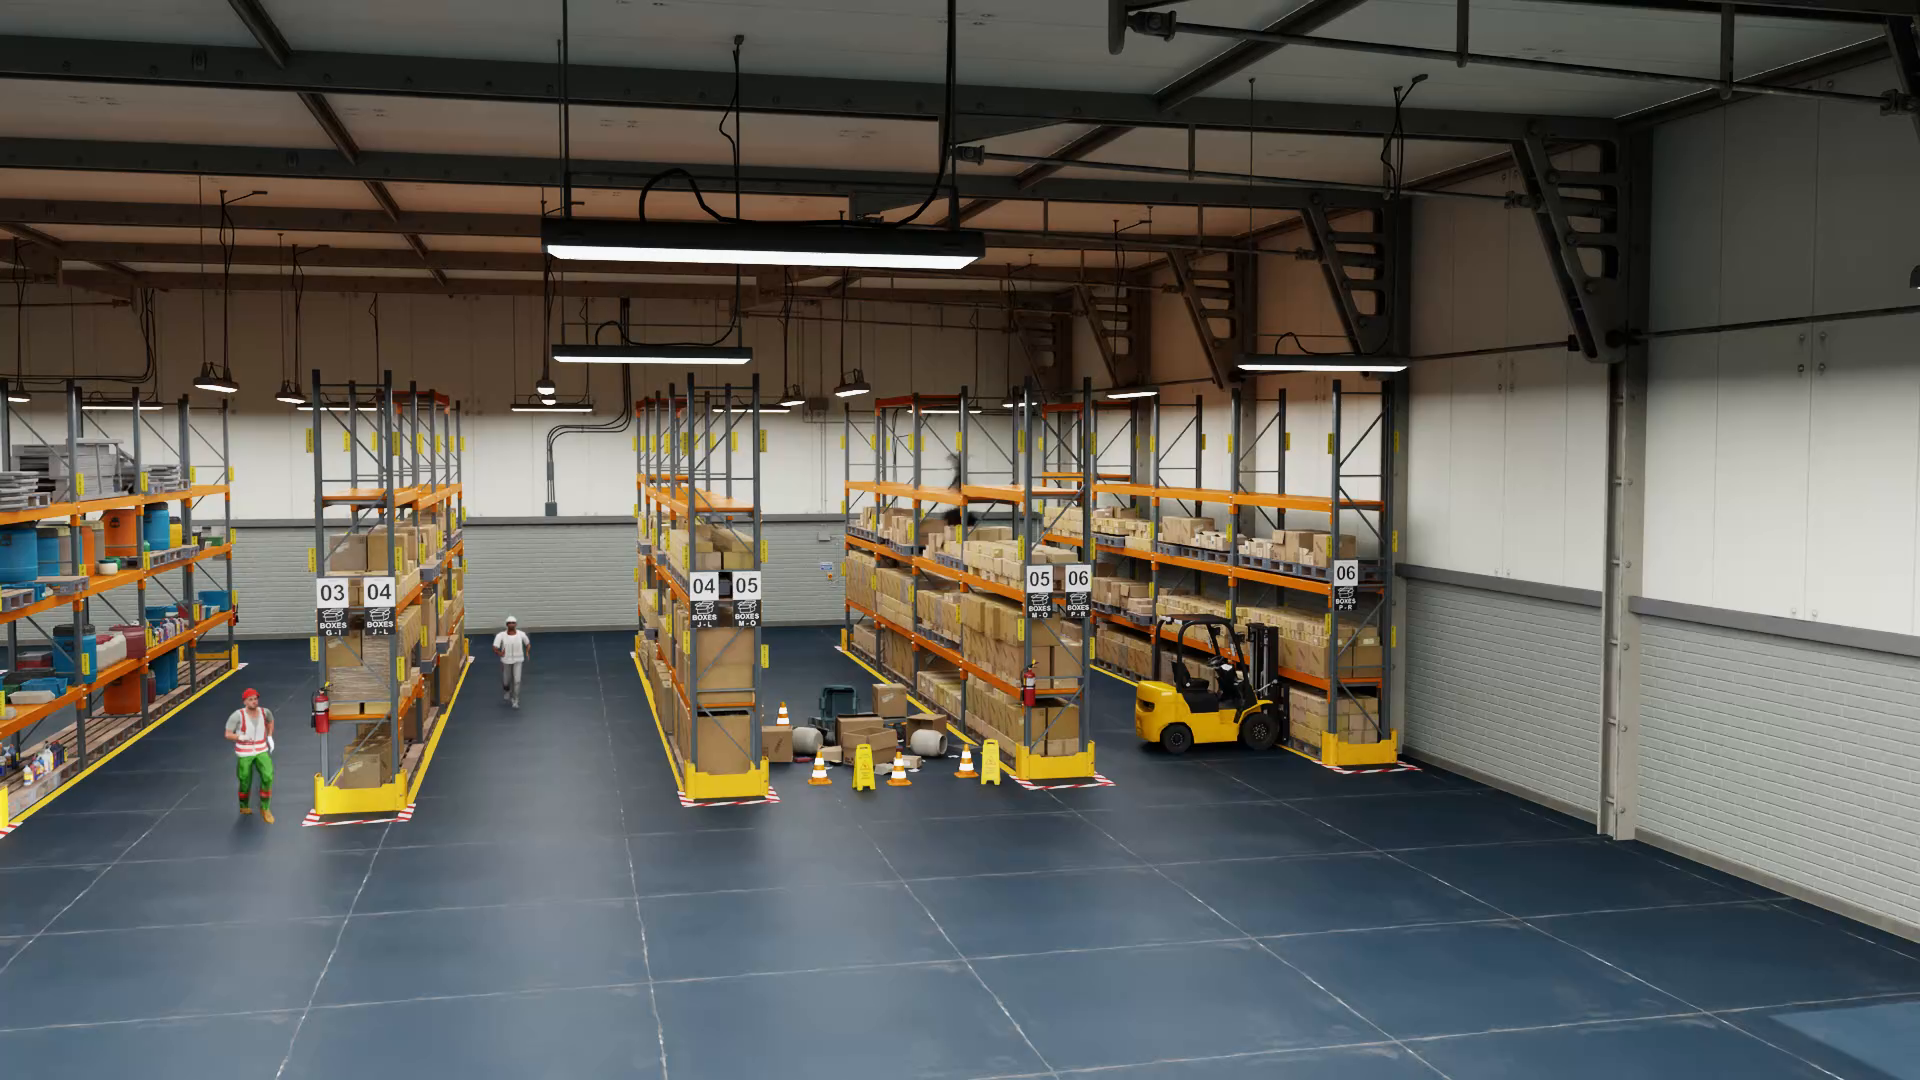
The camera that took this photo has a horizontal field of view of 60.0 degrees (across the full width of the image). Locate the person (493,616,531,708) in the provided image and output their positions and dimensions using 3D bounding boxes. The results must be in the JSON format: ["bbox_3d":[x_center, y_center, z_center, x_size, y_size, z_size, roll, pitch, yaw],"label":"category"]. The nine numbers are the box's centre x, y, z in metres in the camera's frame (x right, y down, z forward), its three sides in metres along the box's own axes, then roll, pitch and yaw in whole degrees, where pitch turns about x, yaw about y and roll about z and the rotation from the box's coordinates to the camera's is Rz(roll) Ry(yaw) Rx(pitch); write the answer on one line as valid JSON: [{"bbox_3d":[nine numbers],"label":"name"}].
[{"bbox_3d":[-8.511,2.314,31.623,0.714,1.733,0.791,-1,3,-19],"label":"person"}]

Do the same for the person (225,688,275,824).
[{"bbox_3d":[-9.379,2.852,22.018,0.674,1.805,0.822,-2,4,-37],"label":"person"}]
